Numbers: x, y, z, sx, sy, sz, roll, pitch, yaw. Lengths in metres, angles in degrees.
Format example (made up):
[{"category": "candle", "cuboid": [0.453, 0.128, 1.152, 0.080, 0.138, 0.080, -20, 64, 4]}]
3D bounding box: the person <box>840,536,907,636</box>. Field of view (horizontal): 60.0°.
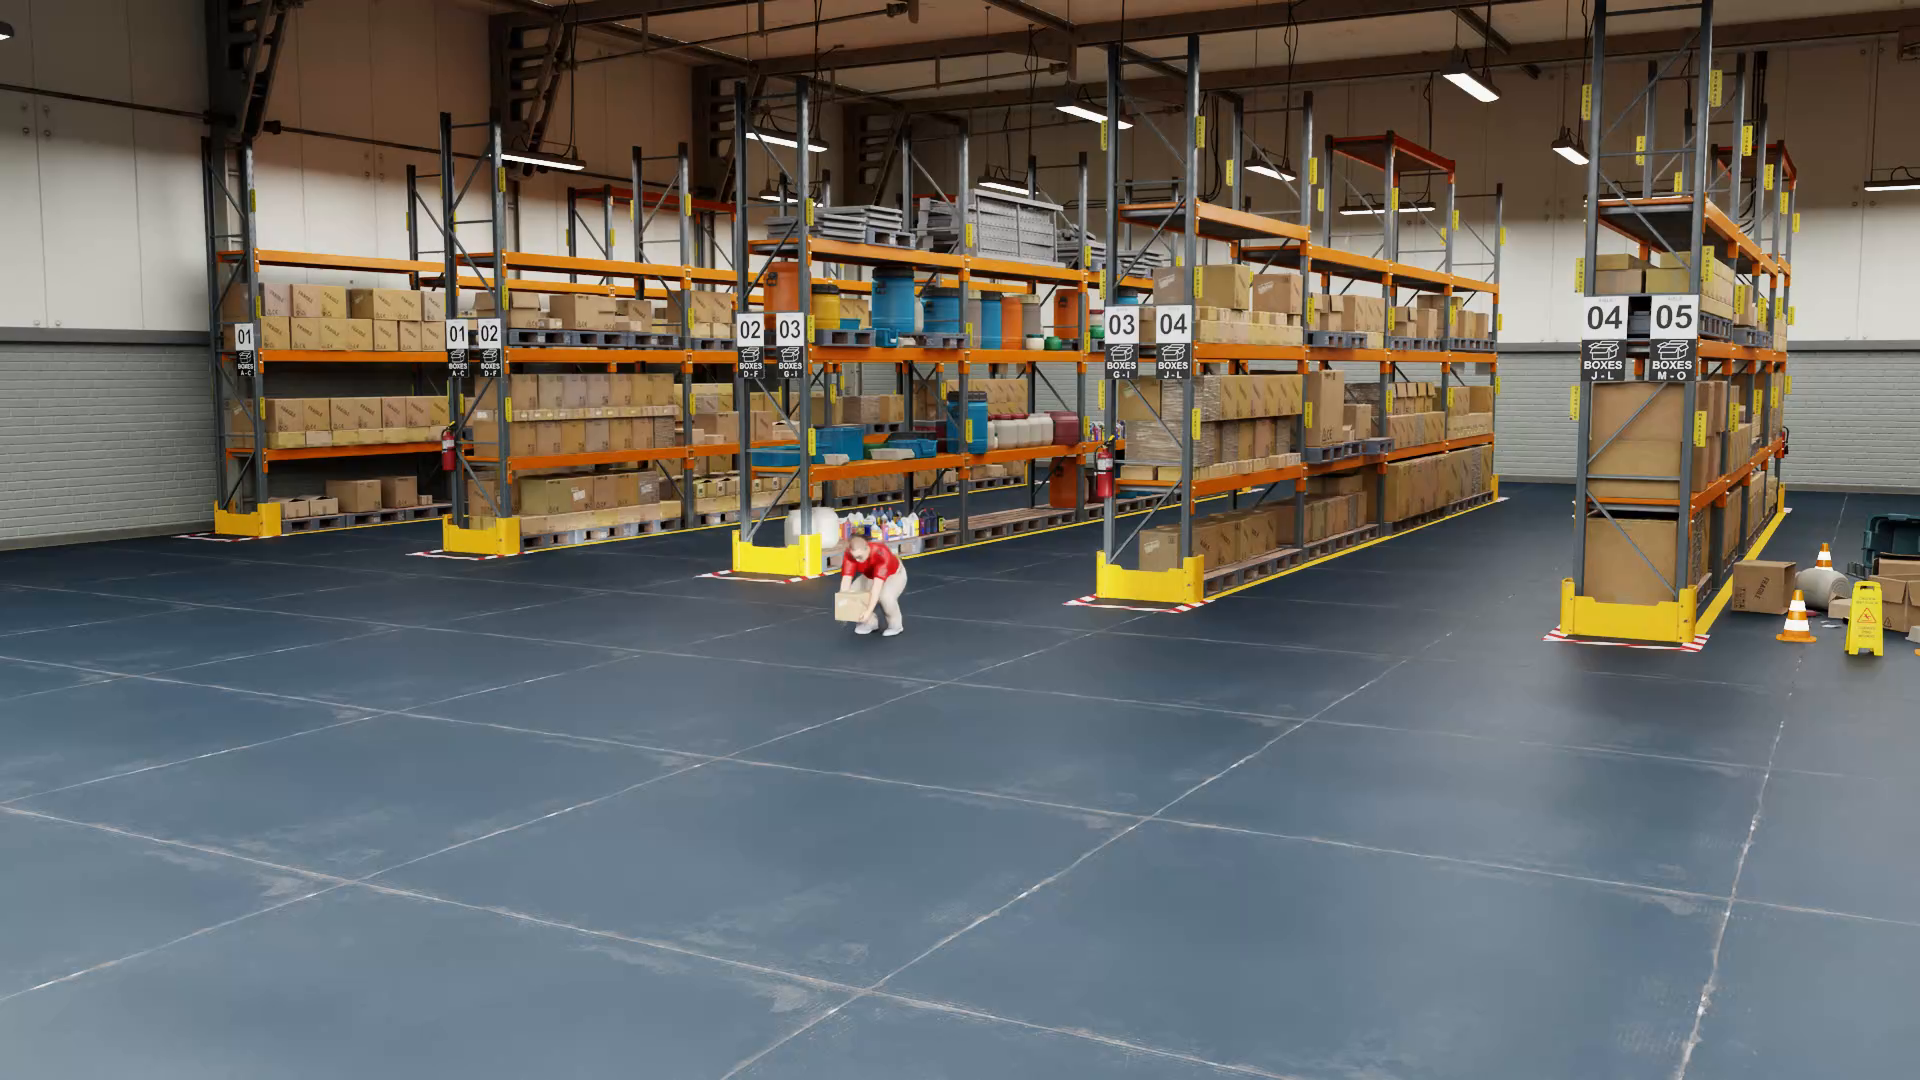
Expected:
[{"category": "person", "cuboid": [-0.832, 0.423, 15.795, 0.532, 0.983, 0.894, 3, 7, 27]}]
